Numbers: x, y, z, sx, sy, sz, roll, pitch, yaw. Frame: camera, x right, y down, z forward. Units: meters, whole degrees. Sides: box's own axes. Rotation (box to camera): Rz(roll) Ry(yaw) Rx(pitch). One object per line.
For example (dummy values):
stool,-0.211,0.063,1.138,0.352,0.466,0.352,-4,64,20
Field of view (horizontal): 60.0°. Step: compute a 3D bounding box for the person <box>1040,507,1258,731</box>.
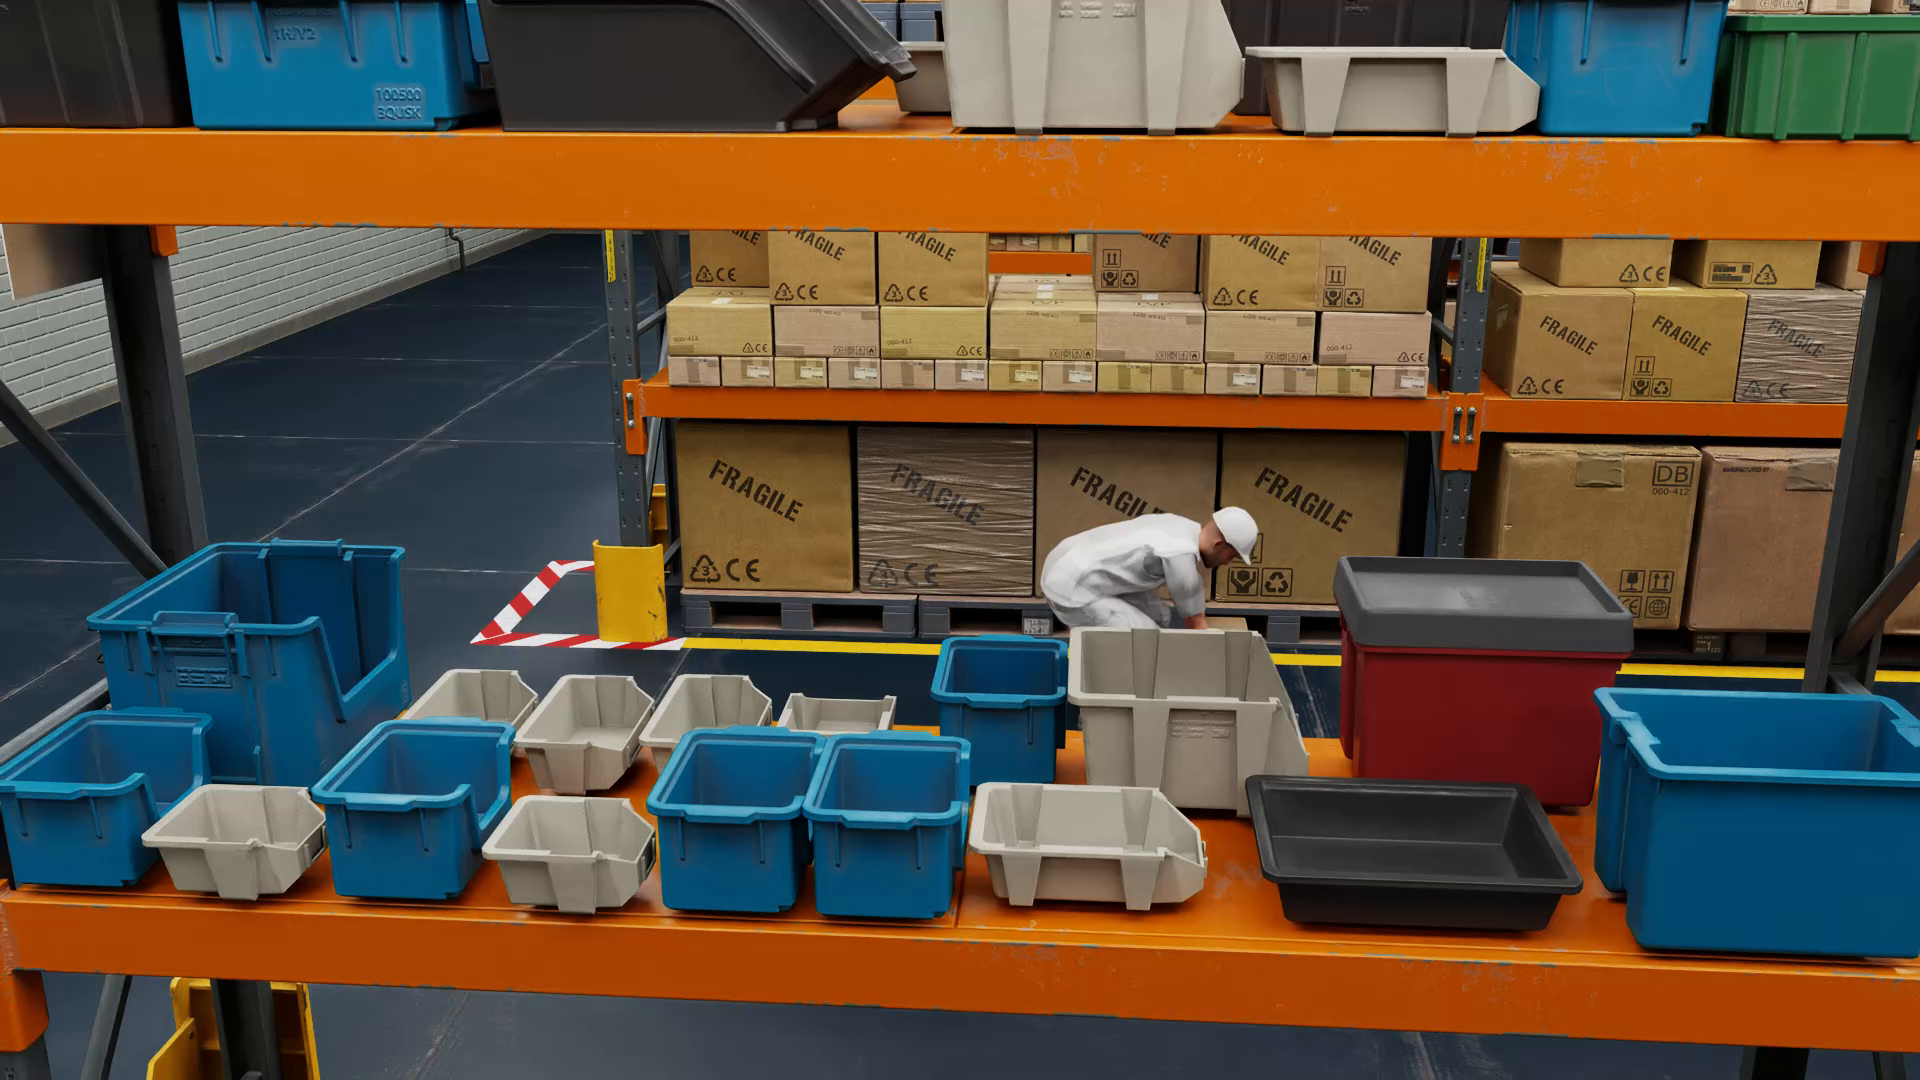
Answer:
person,0.816,0.338,7.278,0.935,0.986,0.521,1,17,2
